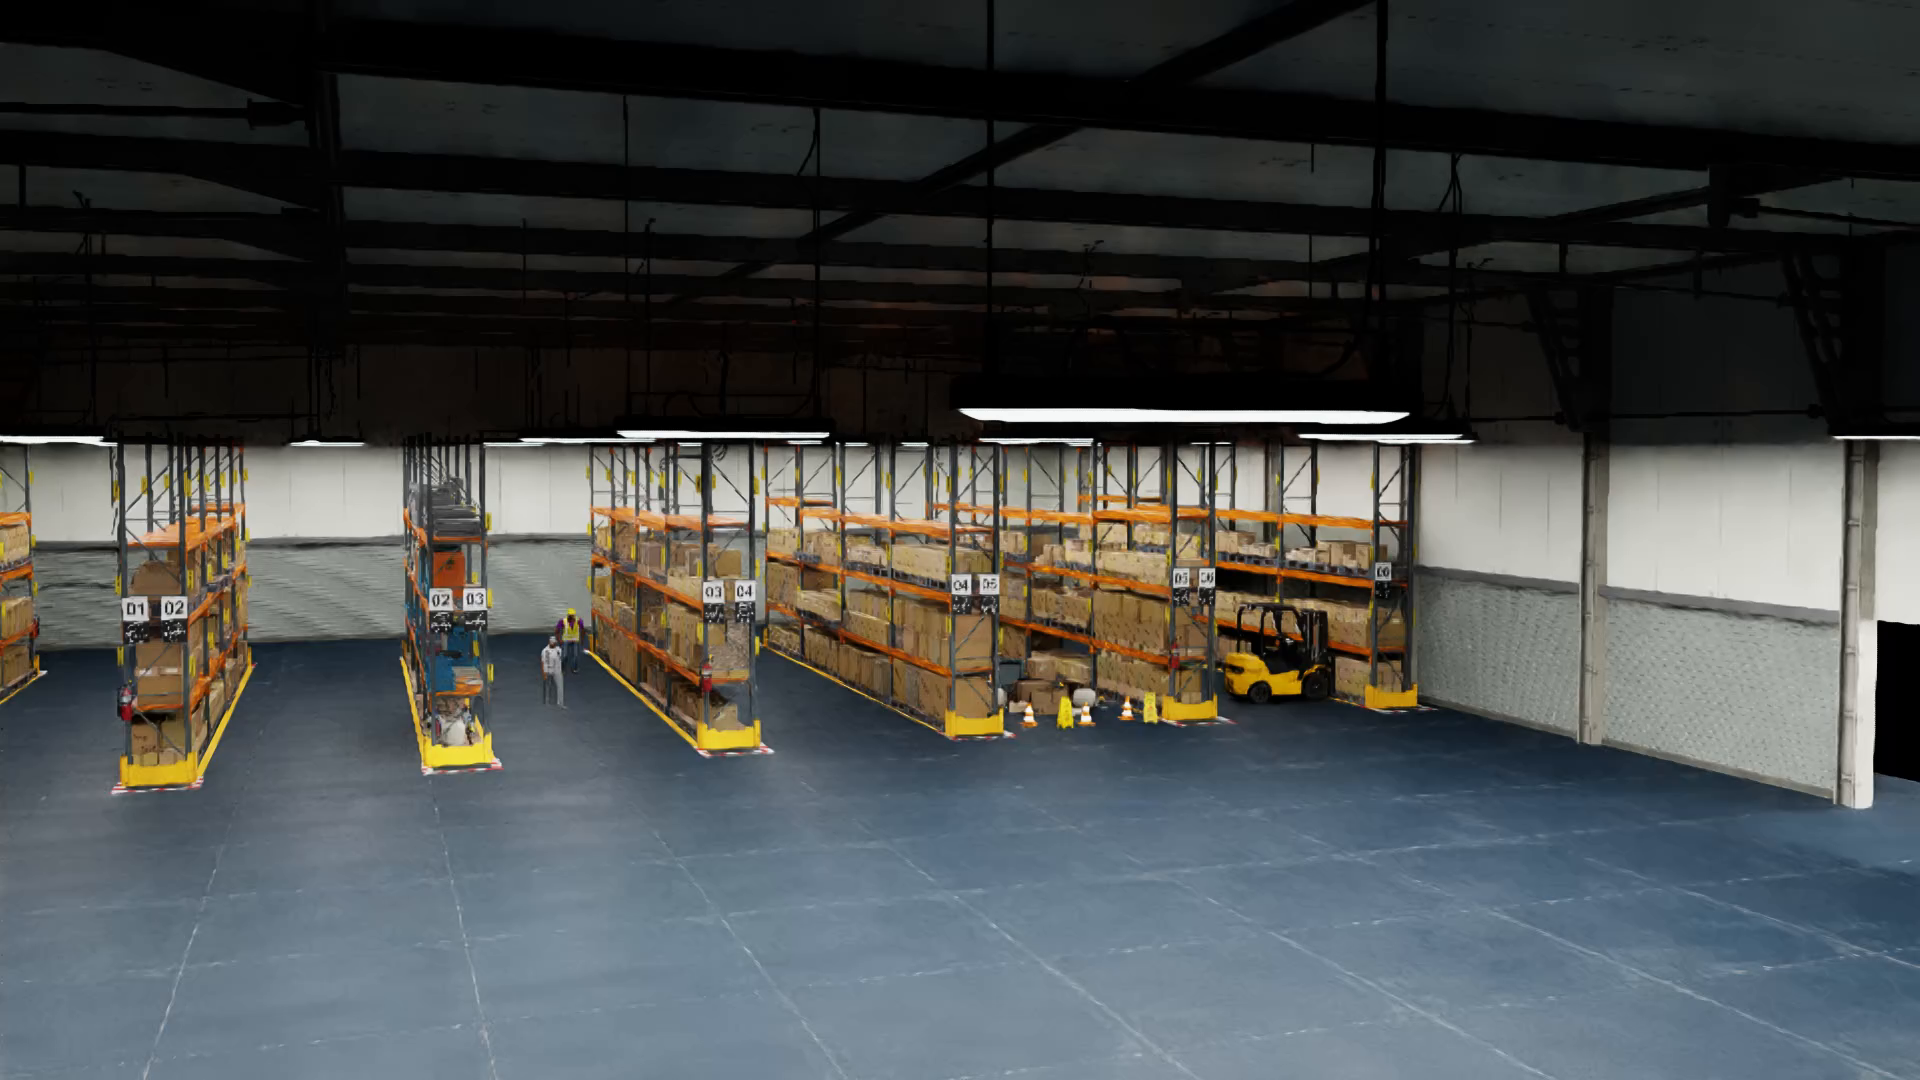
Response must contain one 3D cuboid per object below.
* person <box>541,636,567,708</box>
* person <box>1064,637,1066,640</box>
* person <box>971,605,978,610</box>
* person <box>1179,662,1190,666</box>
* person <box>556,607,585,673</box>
[{"bbox_3d":[-8.979,2.886,36.621,0.497,1.580,1.091,-1,3,-22],"label":"person"},{"bbox_3d":[2.850,2.079,49.625,0.573,1.790,0.722,-1,3,-14],"label":"person"},{"bbox_3d":[0.328,2.498,42.845,0.577,1.665,0.555,0,3,3],"label":"person"},{"bbox_3d":[5.327,2.596,40.024,0.490,1.787,0.608,1,3,9],"label":"person"},{"bbox_3d":[-9.857,2.543,42.079,0.719,1.714,0.578,-1,3,-22],"label":"person"}]
